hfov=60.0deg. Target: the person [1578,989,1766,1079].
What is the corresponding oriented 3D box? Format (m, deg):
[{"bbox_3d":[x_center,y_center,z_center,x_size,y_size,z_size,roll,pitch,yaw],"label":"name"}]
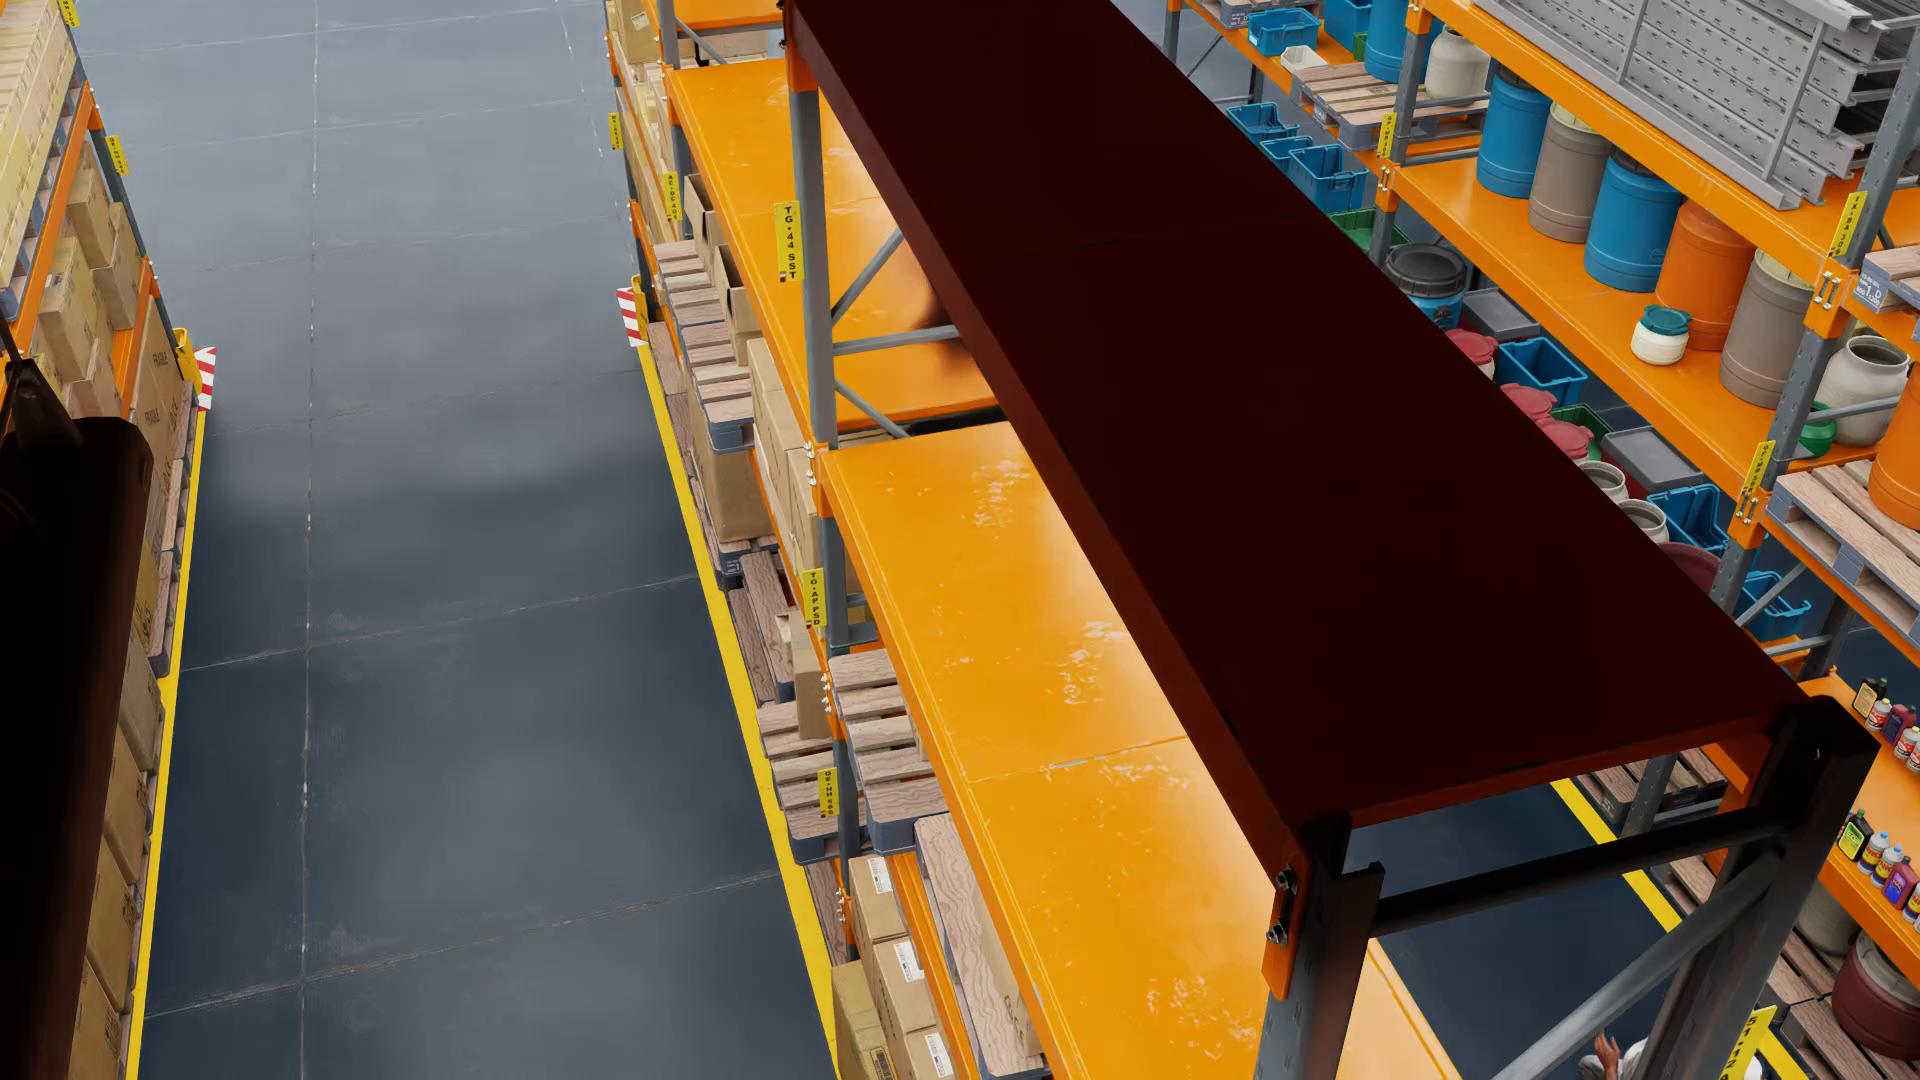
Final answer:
[{"bbox_3d":[3.274,2.698,7.848,0.705,1.705,0.991,-20,43,-24],"label":"person"}]
